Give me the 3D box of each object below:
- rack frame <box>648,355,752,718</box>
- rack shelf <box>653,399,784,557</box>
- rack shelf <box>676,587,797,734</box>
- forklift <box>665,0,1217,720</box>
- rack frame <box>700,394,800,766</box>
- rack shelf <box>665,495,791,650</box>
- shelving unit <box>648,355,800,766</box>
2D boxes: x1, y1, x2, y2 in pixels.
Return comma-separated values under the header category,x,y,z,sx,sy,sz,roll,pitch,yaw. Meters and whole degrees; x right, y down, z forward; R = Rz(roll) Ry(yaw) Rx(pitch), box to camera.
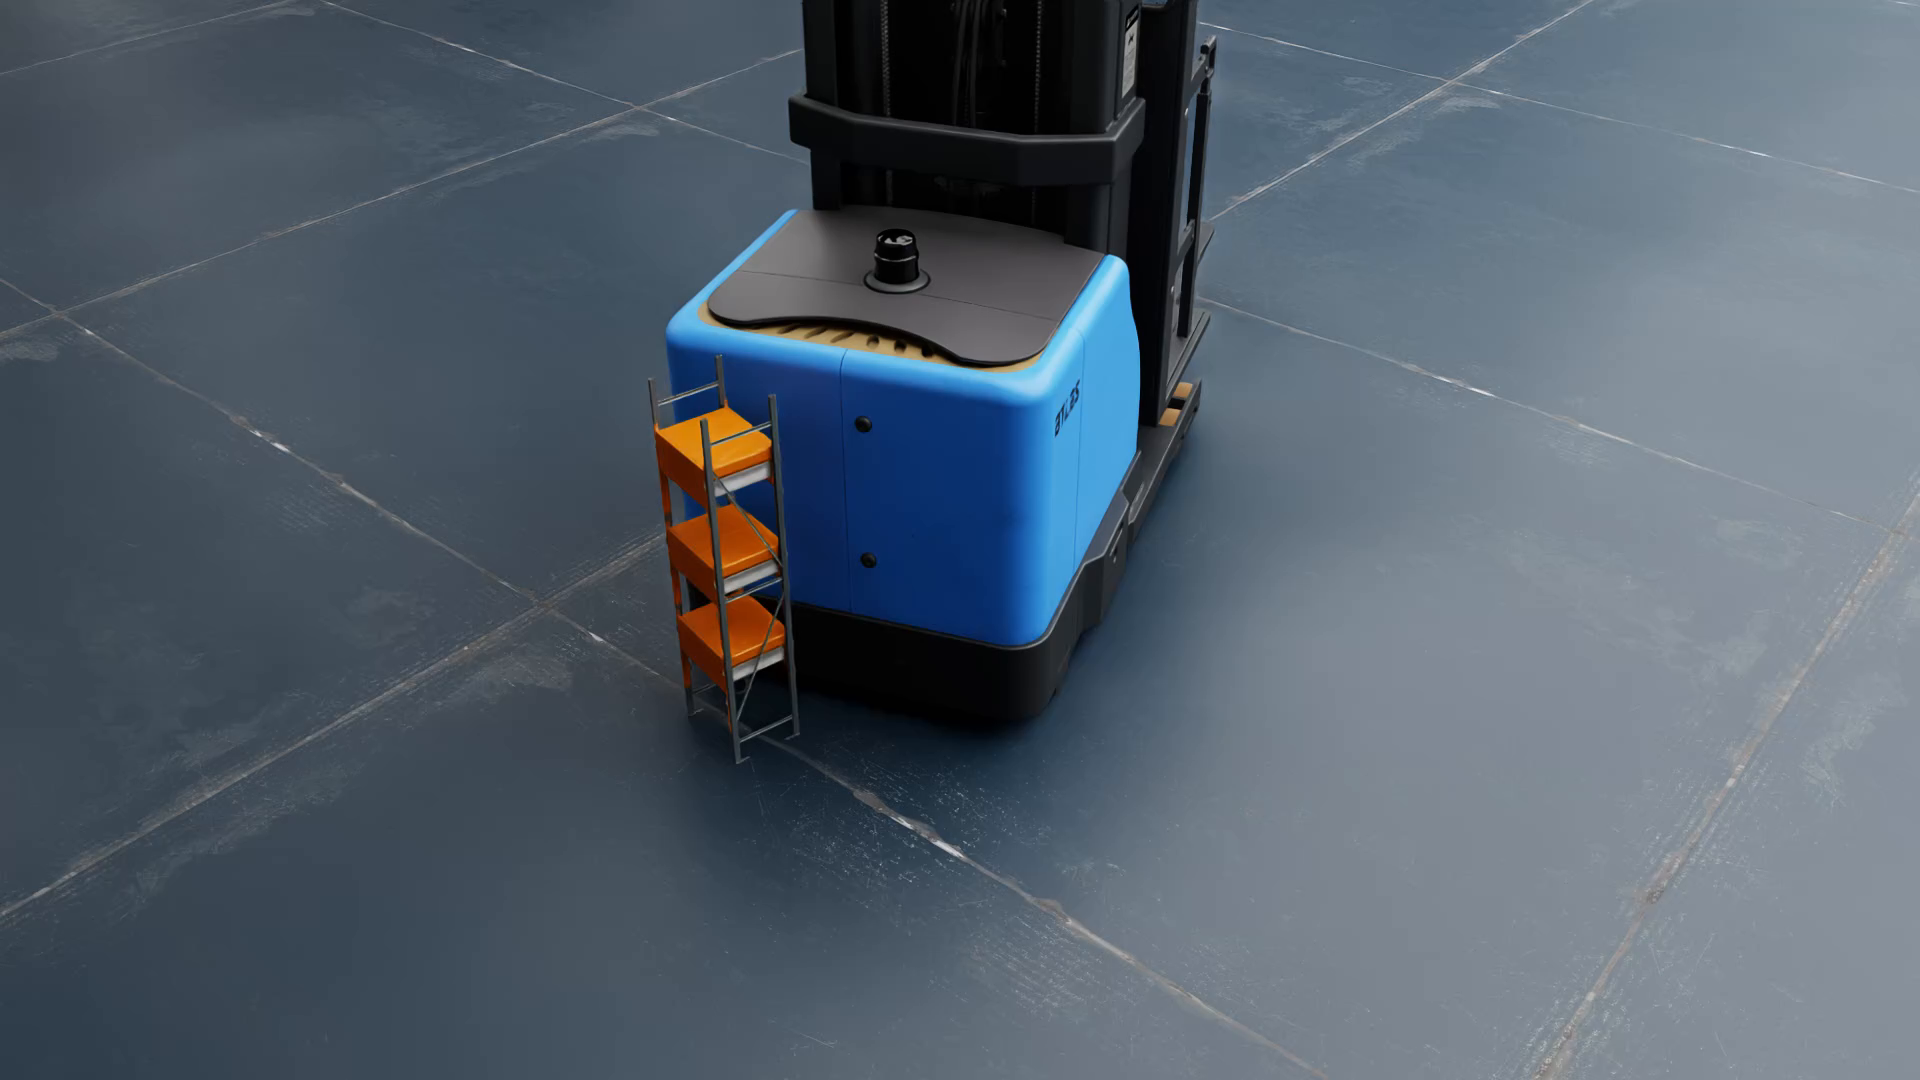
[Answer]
category,x,y,z,sx,sy,sz,roll,pitch,yaw
rack frame,-0.661,0.017,4.298,0.200,1.050,0.008,-23,41,-30
rack shelf,-0.587,-0.154,4.064,0.215,0.259,0.240,-23,41,-30
rack shelf,-0.587,0.309,4.382,0.215,0.259,0.240,-23,41,-30
forklift,0.206,-1.559,4.932,1.130,2.935,3.031,11,36,16
rack frame,-0.513,0.126,4.139,0.200,1.050,0.008,-23,41,-30
rack shelf,-0.587,0.080,4.224,0.215,0.259,0.240,-23,41,-30
shelving unit,-0.587,0.071,4.218,0.215,1.050,0.252,-23,41,-30
